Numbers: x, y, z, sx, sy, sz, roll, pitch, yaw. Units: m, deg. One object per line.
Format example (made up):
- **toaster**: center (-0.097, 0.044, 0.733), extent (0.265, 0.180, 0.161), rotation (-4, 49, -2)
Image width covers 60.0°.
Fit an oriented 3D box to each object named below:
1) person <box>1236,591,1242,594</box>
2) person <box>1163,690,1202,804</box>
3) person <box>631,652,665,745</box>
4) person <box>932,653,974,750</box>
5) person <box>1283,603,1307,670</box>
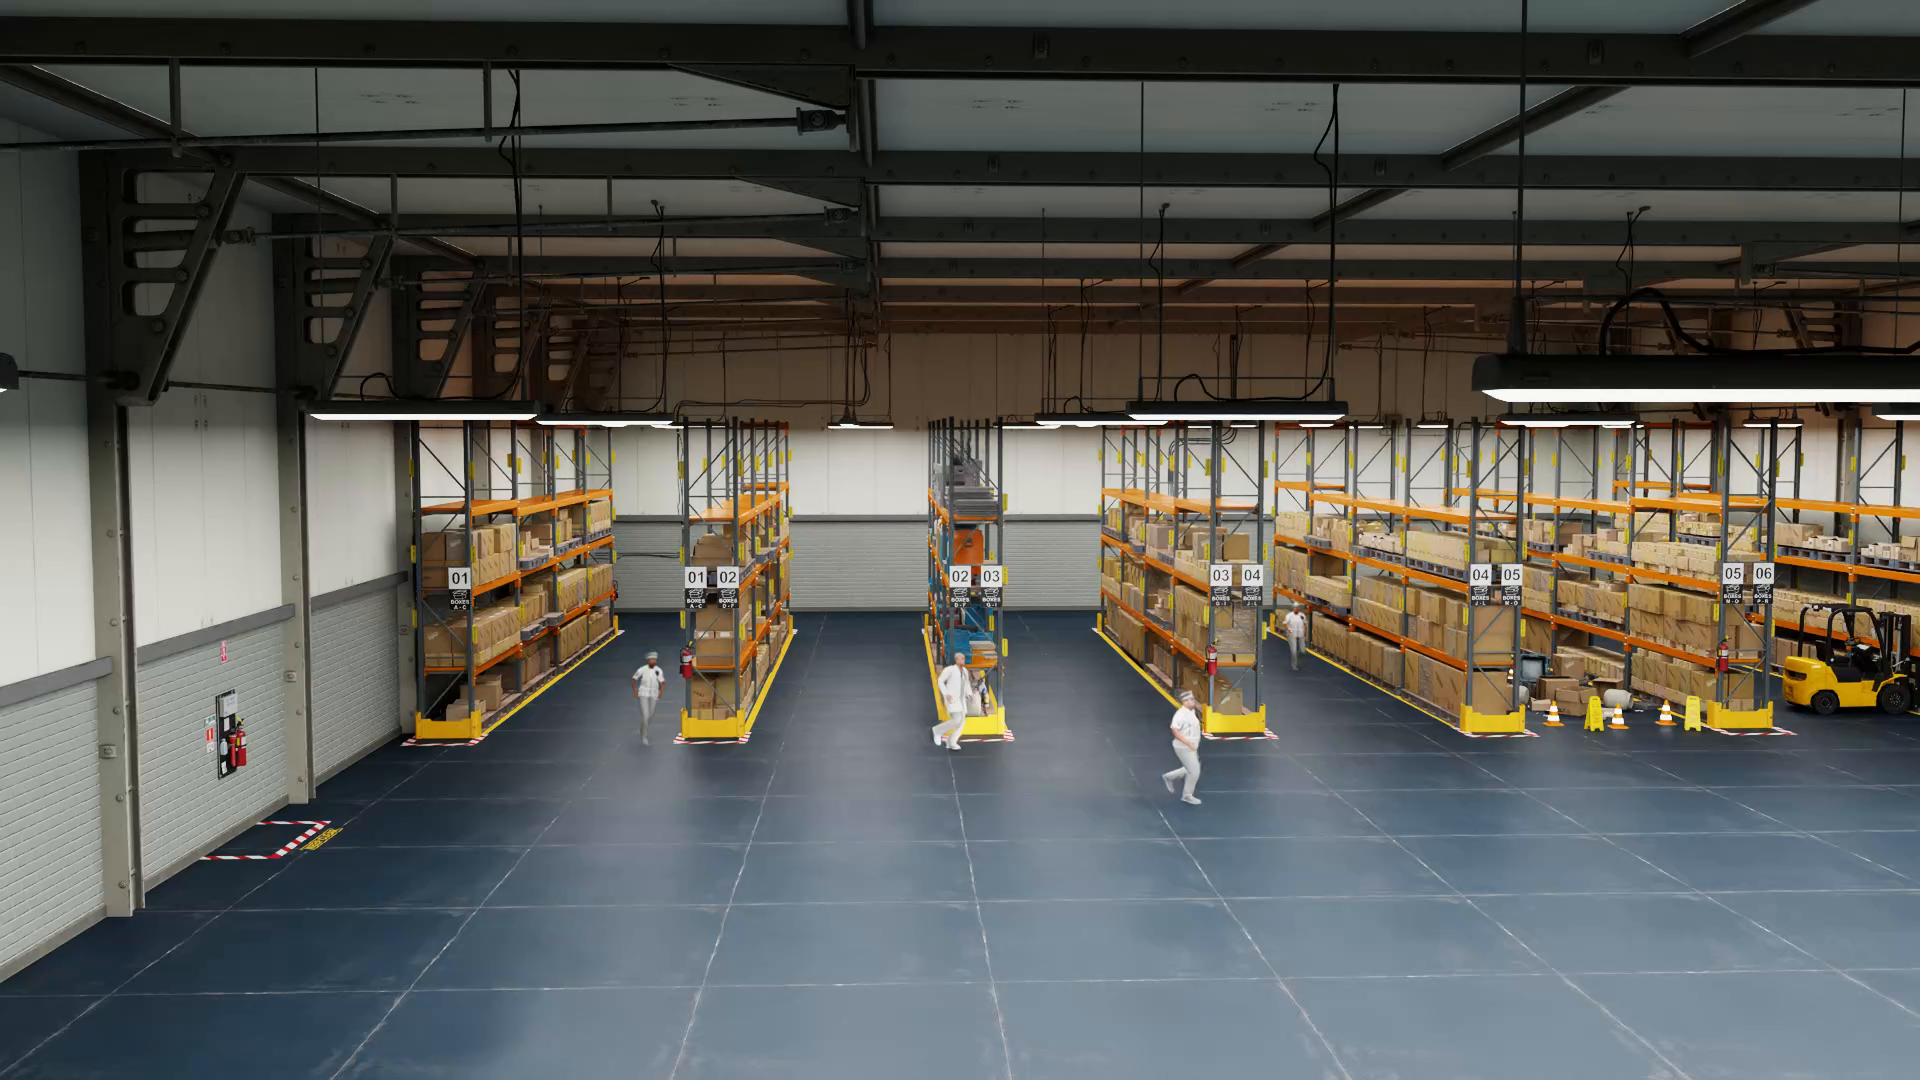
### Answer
- **person**: center (7.700, 1.854, 47.362), extent (0.616, 1.557, 0.518), rotation (2, 4, 31)
- **person**: center (3.438, 3.179, 25.742), extent (0.662, 1.747, 0.690), rotation (2, 4, 24)
- **person**: center (-5.761, 2.901, 30.765), extent (0.616, 1.676, 0.684), rotation (-2, 4, -26)
- **person**: center (-0.084, 2.900, 30.137), extent (0.608, 1.715, 0.751), rotation (3, 5, 39)
- **person**: center (8.064, 2.309, 39.936), extent (0.604, 1.616, 0.575), rotation (0, 4, -3)
